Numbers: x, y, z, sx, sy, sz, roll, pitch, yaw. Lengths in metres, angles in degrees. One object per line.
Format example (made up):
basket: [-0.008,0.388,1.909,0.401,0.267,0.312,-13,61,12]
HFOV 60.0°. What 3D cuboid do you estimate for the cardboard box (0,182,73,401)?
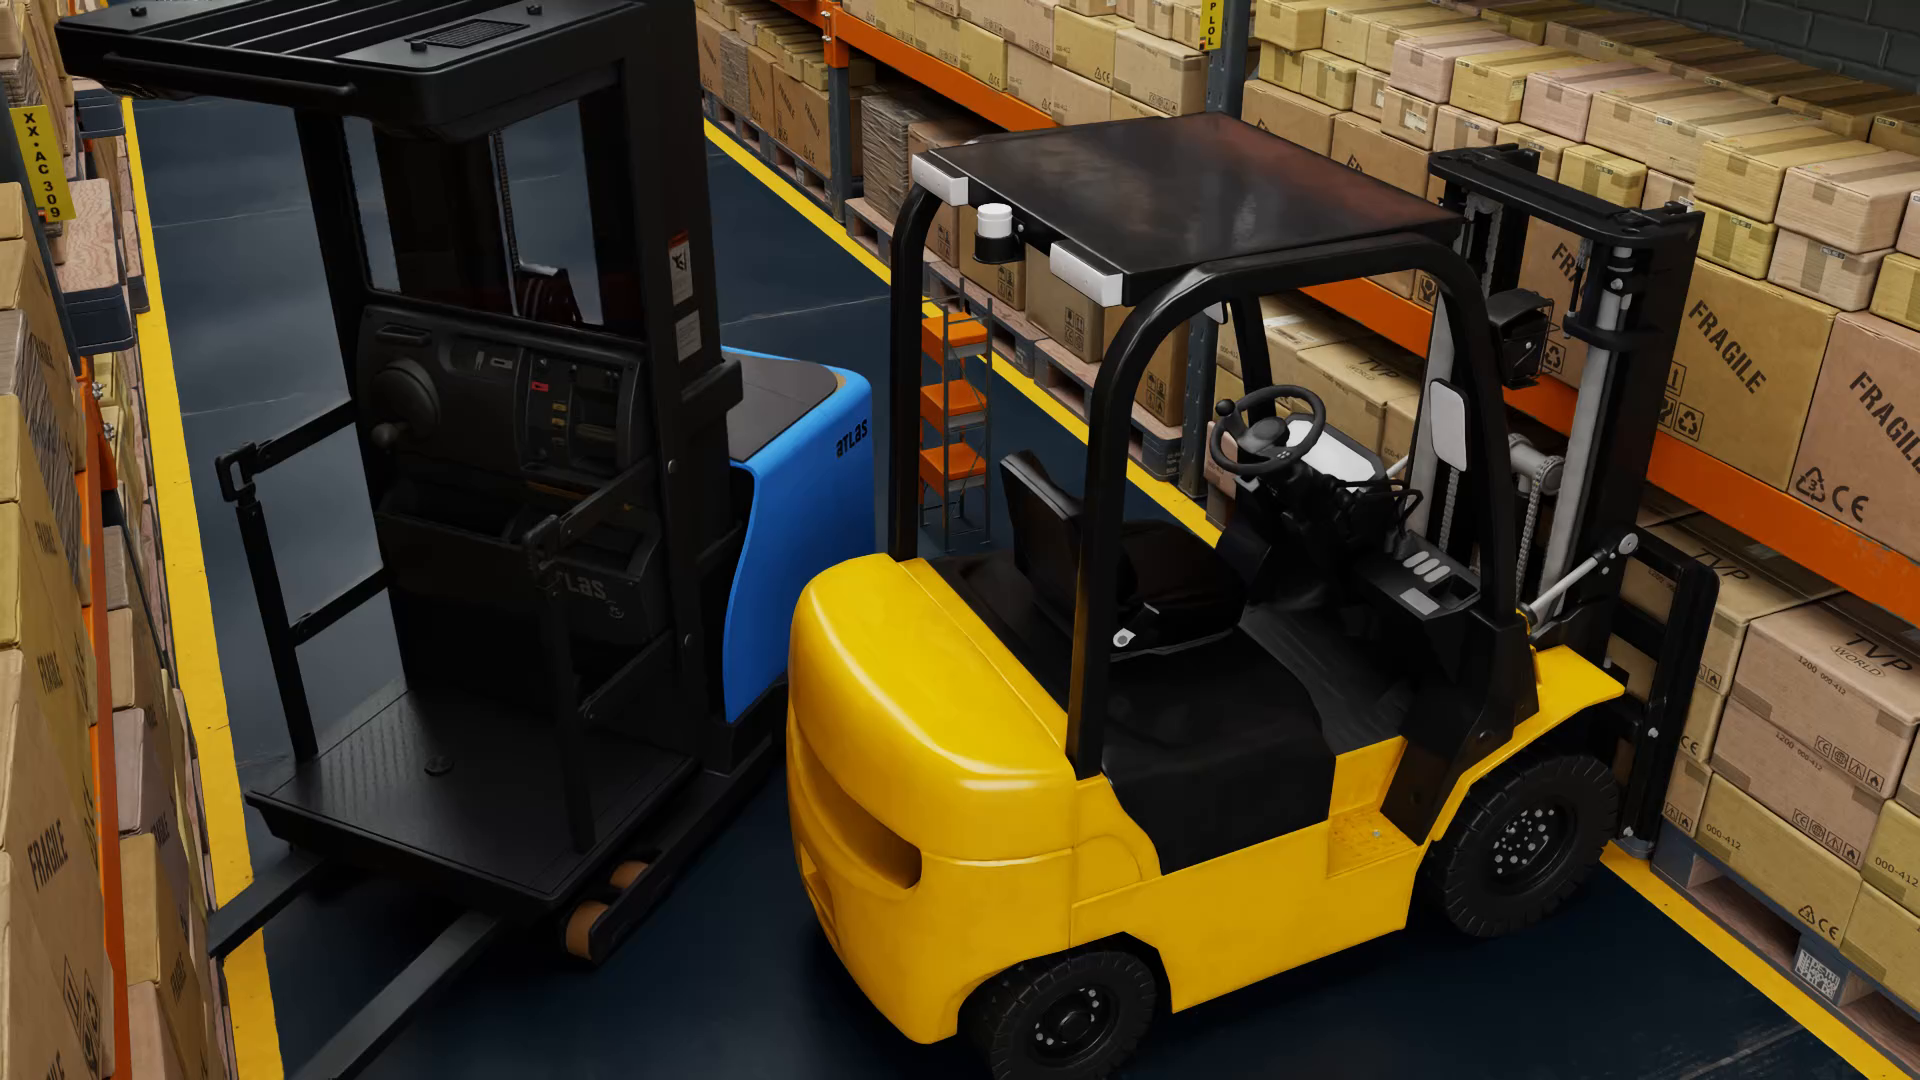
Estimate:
cardboard box: [-2.655,-0.590,4.330,0.500,0.500,0.500,-14,32,-23]

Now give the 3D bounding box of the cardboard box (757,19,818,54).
cardboard box: [-1.145,-3.389,11.189,0.380,0.149,0.250,-14,32,-23]

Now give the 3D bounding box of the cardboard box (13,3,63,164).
cardboard box: [-3.228,-1.406,5.355,0.500,0.500,0.500,-13,32,-22]

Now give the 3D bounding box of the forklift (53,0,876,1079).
forklift: [-1.357,-0.346,4.370,1.130,2.935,3.031,13,32,21]

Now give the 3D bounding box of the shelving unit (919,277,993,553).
shelving unit: [-0.023,-0.482,6.535,0.215,1.050,0.252,-13,32,-22]

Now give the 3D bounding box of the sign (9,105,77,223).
sign: [-2.583,-1.056,4.681,0.100,0.325,0.005,-13,32,-22]

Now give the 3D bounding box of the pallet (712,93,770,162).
pallet: [-1.112,-3.032,11.941,1.003,0.211,1.213,-13,32,-22]

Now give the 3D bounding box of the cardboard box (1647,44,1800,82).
cardboard box: [2.342,-1.411,5.130,0.380,0.149,0.250,-13,32,-23]

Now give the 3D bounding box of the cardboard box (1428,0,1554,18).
cardboard box: [1.891,-1.864,5.938,0.380,0.149,0.250,-14,32,-23]

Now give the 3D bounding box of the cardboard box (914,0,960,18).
cardboard box: [0.086,-2.821,8.356,0.500,0.250,0.500,-14,32,-23]

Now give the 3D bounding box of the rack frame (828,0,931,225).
rack frame: [-0.306,-3.372,9.697,1.000,3.000,0.127,-13,32,-22]

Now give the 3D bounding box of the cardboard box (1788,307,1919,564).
cardboard box: [2.466,-0.275,4.071,0.500,0.500,0.500,-12,31,-20]

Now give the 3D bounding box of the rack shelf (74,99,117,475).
rack shelf: [-3.929,-1.131,6.435,1.077,0.370,4.000,-13,32,-22]

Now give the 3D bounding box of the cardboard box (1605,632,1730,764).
cardboard box: [2.191,0.363,4.906,0.500,0.250,0.500,-14,32,-23]

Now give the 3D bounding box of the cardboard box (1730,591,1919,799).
cardboard box: [2.425,0.380,4.366,0.500,0.250,0.500,-12,32,-21]

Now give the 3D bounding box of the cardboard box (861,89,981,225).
cardboard box: [-0.051,-2.241,9.678,0.875,0.625,0.625,-12,31,-20]

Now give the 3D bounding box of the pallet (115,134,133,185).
pallet: [-6.105,-2.554,11.088,1.003,0.211,1.213,-13,32,-22]

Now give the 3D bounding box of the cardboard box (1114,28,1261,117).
cardboard box: [0.969,-1.921,6.751,0.500,0.250,0.500,-14,32,-23]

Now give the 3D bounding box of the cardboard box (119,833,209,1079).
cardboard box: [-1.897,1.017,3.485,0.500,0.500,0.500,-12,32,-21]

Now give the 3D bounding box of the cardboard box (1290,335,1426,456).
cardboard box: [1.546,-0.517,5.966,0.500,0.250,0.500,-13,32,-22]

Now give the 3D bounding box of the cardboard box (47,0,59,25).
cardboard box: [-4.109,-2.316,6.978,0.500,0.500,0.500,-14,32,-23]

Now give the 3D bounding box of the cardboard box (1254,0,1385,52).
cardboard box: [1.280,-1.858,5.927,0.380,0.149,0.250,-12,32,-21]

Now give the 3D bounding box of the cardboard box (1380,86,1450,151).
cardboard box: [1.599,-1.388,5.392,0.380,0.149,0.250,-12,32,-21]

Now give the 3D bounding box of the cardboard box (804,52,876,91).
cardboard box: [-0.747,-2.913,10.341,0.380,0.149,0.250,-15,32,-24]

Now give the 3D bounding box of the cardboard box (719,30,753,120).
cardboard box: [-1.354,-3.286,11.669,0.500,0.500,0.500,-14,32,-24]

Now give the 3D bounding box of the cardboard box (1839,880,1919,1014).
cardboard box: [2.641,1.037,4.216,0.500,0.250,0.500,-13,32,-22]

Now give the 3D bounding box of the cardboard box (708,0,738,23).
cardboard box: [-1.597,-3.847,12.007,0.380,0.149,0.250,-13,32,-22]

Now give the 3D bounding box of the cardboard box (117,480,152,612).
cardboard box: [-3.298,0.171,5.636,0.950,0.372,0.625,-13,32,-21]

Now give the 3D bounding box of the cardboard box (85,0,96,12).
cardboard box: [-7.062,-3.856,12.750,0.875,0.438,0.875,-14,32,-23]

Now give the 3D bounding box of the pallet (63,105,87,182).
pallet: [-3.901,-1.379,6.338,1.003,0.211,1.213,-13,32,-22]

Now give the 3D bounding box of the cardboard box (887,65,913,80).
cardboard box: [-0.248,-3.044,10.574,0.380,0.149,0.250,-11,31,-19]

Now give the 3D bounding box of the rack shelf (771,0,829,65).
rack shelf: [-1.165,-3.942,11.448,1.077,0.370,4.000,-13,32,-22]

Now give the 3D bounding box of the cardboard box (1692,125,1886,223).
cardboard box: [2.146,-0.951,4.310,0.380,0.149,0.250,-12,32,-21]

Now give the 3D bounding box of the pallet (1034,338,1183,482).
pallet: [1.060,-0.706,7.793,1.003,0.211,1.213,-13,32,-22]

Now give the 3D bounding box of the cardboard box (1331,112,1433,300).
cardboard box: [1.604,-1.171,5.670,0.500,0.500,0.500,-13,32,-21]

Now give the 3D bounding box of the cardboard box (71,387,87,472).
cardboard box: [-2.544,-0.265,4.412,0.380,0.149,0.250,-12,32,-21]

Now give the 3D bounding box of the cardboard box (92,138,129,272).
cardboard box: [-5.009,-1.907,8.827,0.875,0.875,0.875,-13,32,-22]

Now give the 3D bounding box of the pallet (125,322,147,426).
pallet: [-4.453,-0.766,7.901,1.003,0.211,1.213,-13,32,-22]

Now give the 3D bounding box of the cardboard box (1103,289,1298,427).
cardboard box: [1.177,-0.981,7.430,0.875,0.625,0.625,-12,31,-20]

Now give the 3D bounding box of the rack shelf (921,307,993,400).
rack shelf: [-0.023,-0.720,6.402,0.215,0.259,0.240,-13,32,-22]

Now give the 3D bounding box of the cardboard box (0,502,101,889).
cardboard box: [-1.751,0.312,2.720,0.500,0.500,0.500,-14,32,-23]

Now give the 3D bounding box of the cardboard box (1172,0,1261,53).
cardboard box: [1.064,-2.036,6.548,0.380,0.149,0.250,-12,31,-20]

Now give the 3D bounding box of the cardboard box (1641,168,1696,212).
cardboard box: [2.128,-0.950,4.611,0.380,0.149,0.250,-13,32,-22]

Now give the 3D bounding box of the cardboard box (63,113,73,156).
cardboard box: [-3.557,-1.527,6.233,0.380,0.149,0.250,-12,31,-20]

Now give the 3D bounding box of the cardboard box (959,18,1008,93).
cardboard box: [0.324,-2.380,8.082,0.500,0.250,0.500,-12,31,-20]

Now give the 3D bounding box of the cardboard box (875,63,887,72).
cardboard box: [-0.427,-2.931,11.036,0.500,0.500,0.500,-13,32,-22]

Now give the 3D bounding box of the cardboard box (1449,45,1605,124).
cardboard box: [1.745,-1.407,5.122,0.380,0.149,0.250,-14,32,-23]

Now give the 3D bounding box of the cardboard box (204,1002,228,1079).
cardboard box: [-1.908,1.342,3.672,0.500,0.250,0.500,-11,31,-19]
